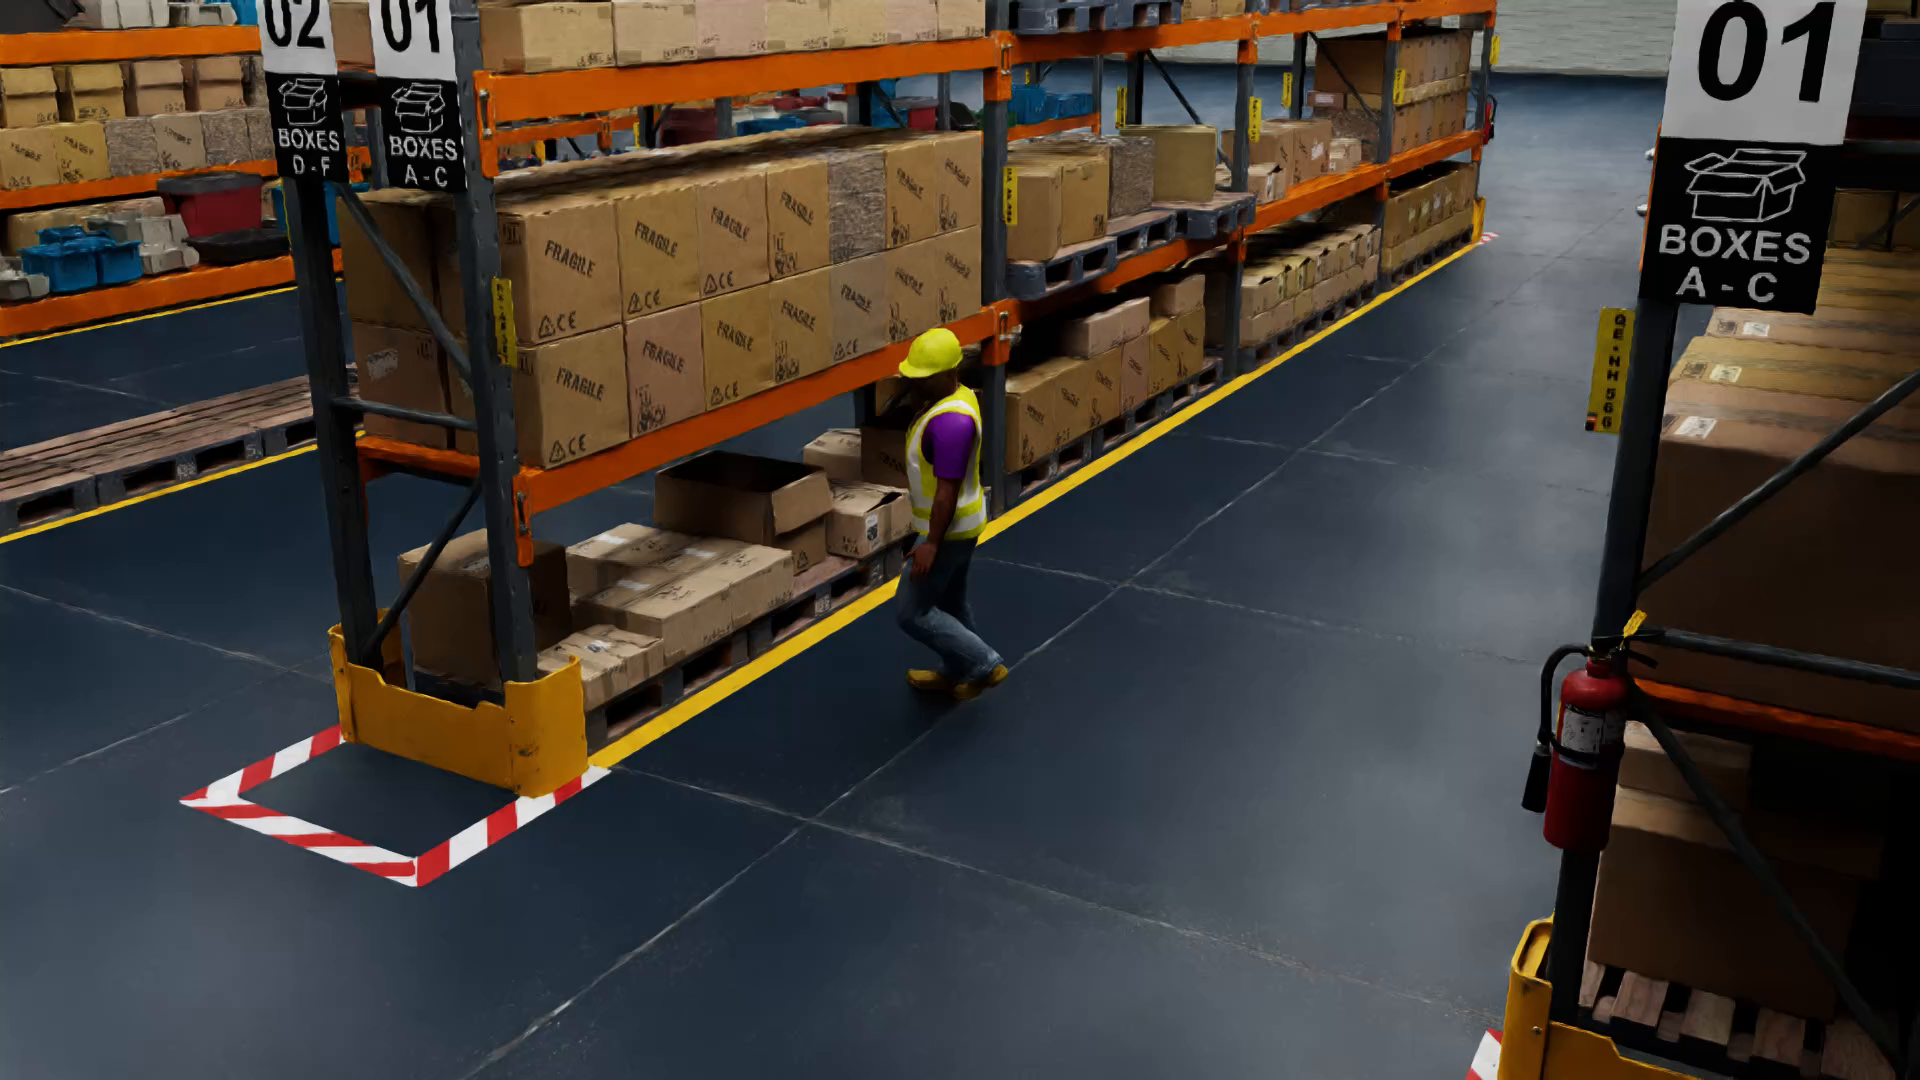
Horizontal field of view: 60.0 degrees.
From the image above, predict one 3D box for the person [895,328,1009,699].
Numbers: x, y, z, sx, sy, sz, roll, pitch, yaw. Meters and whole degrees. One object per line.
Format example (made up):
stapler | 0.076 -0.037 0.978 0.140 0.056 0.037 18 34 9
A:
person | -0.028 -0.062 7.185 0.494 1.758 0.635 1 19 3
